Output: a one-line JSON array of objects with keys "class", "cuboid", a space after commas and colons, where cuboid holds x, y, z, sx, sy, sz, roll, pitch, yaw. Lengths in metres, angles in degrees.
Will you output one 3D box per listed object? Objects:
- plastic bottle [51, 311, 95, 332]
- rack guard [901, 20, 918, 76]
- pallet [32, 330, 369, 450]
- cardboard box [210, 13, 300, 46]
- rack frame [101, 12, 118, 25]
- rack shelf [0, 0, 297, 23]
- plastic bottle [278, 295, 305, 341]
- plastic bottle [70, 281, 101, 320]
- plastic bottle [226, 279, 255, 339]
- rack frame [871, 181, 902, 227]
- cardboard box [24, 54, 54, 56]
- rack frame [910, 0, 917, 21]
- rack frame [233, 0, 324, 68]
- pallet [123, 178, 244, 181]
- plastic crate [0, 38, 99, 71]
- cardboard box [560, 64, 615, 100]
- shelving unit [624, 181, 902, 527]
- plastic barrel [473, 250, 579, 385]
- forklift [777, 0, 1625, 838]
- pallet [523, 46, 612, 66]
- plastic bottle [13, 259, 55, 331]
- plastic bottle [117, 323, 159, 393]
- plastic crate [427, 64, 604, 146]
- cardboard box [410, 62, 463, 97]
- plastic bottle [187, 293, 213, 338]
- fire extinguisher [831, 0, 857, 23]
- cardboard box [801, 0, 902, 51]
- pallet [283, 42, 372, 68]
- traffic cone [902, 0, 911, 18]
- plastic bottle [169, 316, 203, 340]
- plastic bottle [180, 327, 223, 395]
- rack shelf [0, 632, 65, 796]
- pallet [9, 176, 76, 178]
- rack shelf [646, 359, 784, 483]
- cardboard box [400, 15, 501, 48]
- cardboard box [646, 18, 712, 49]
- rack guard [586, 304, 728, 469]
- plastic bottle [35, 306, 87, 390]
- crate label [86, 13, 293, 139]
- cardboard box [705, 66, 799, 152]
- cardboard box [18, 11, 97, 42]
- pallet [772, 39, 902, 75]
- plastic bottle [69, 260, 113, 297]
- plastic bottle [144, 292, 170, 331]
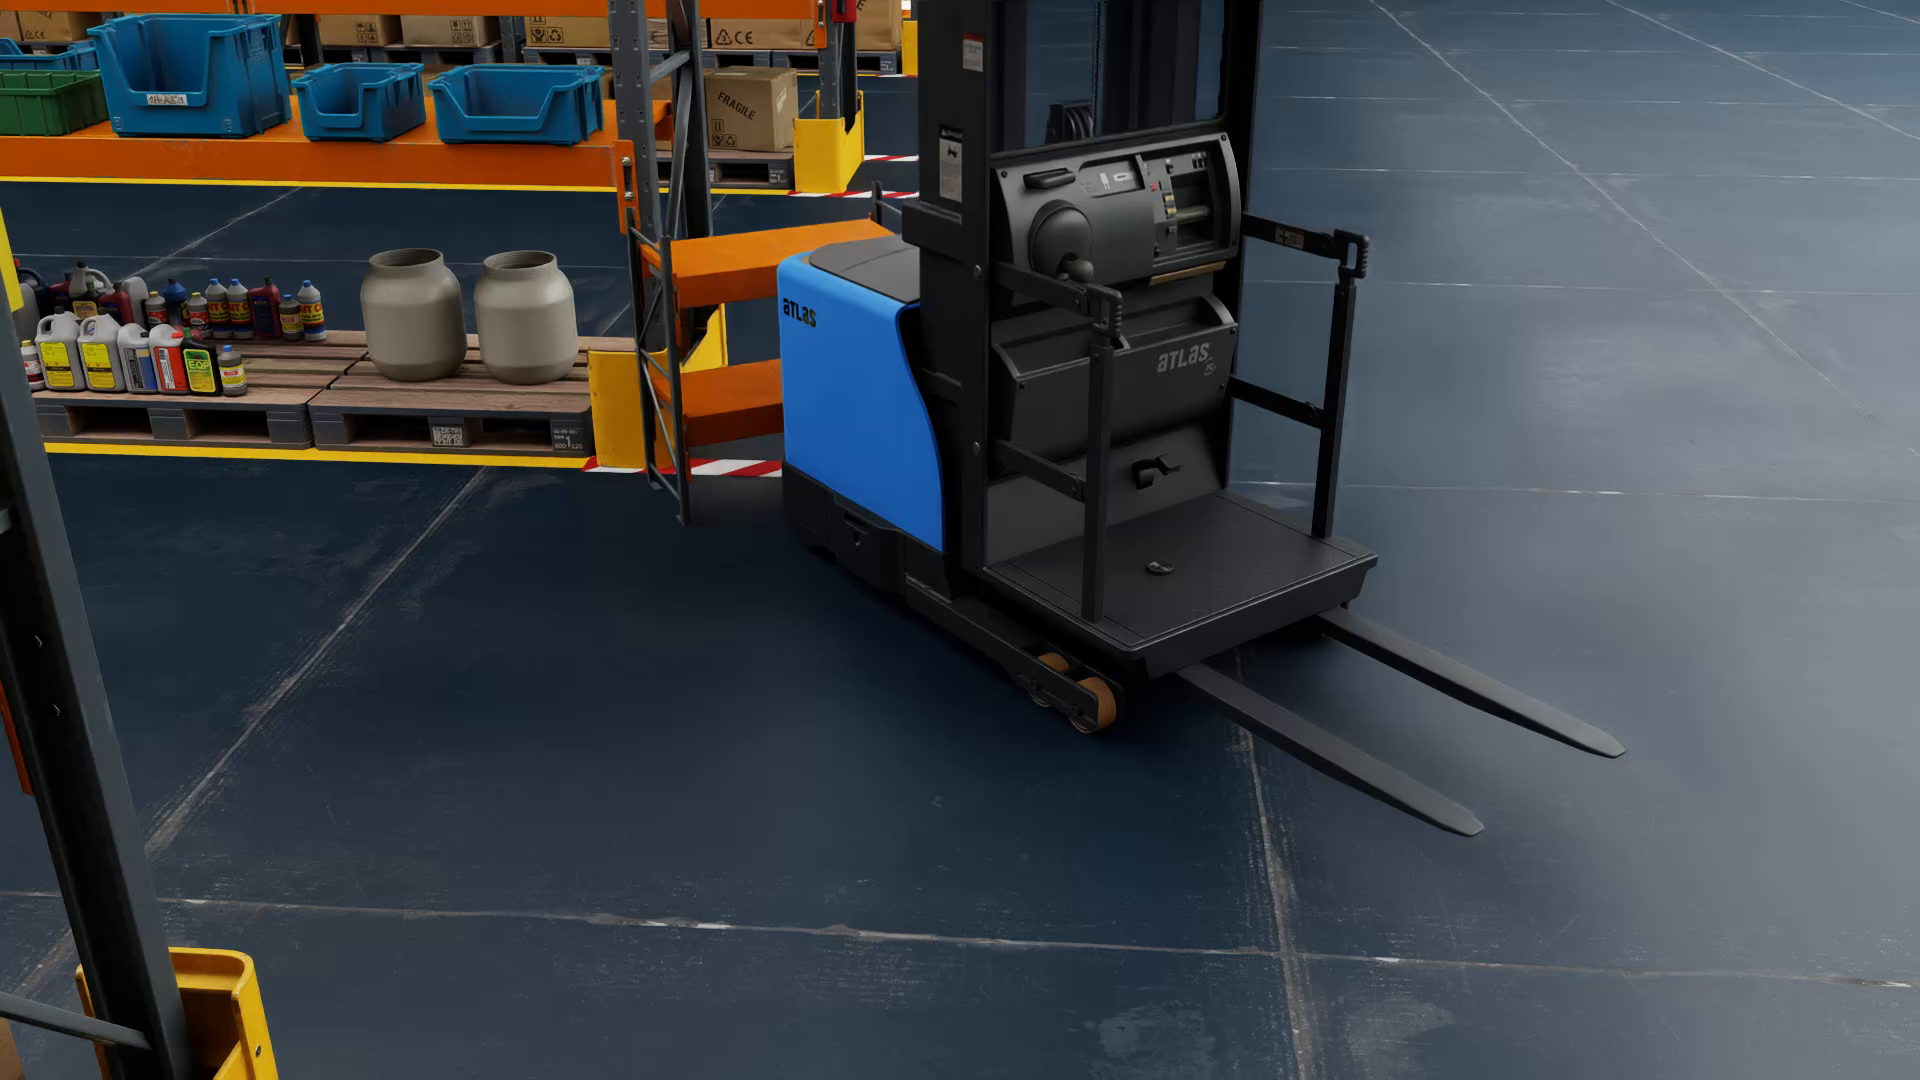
[{"class": "plastic bottle", "cuboid": [-3.846, -0.855, 7.252, 0.135, 0.276, 0.152, 2, 25, 4]}, {"class": "rack guard", "cuboid": [-0.345, -4.913, 16.328, 0.348, 0.500, 1.175, 2, 25, 4]}, {"class": "pallet", "cuboid": [-3.331, -0.705, 7.530, 1.213, 0.211, 1.003, 2, 25, 4]}, {"class": "cardboard box", "cuboid": [-6.873, -5.390, 16.565, 0.750, 0.750, 1.050, 2, 25, 5]}, {"class": "rack frame", "cuboid": [-8.346, -6.305, 16.364, 0.127, 3.000, 1.000, 2, 25, 4]}, {"class": "rack shelf", "cuboid": [-6.832, -3.850, 11.889, 4.000, 0.370, 1.077, 2, 25, 4]}, {"class": "plastic bottle", "cuboid": [-3.116, -1.040, 7.744, 0.097, 0.201, 0.097, 0, 25, 0]}, {"class": "plastic bottle", "cuboid": [-4.022, -1.054, 7.675, 0.133, 0.283, 0.061, 2, 25, 4]}, {"class": "plastic bottle", "cuboid": [-3.354, -1.080, 7.746, 0.097, 0.271, 0.097, 0, 25, 0]}, {"class": "rack frame", "cuboid": [-0.236, -0.843, 6.737, 0.032, 1.125, 0.500, -11, 27, -23]}, {"class": "cardboard box", "cuboid": [-7.037, -3.264, 12.220, 0.500, 0.500, 0.700, 4, 25, 8]}, {"class": "rack frame", "cuboid": [-0.369, -6.049, 15.807, 0.127, 3.000, 1.000, 2, 25, 4]}, {"class": "rack frame", "cuboid": [-4.838, -4.113, 11.600, 0.127, 3.000, 1.000, 2, 25, 4]}, {"class": "pallet", "cuboid": [-5.614, -2.870, 12.236, 1.213, 0.211, 1.003, 2, 25, 4]}, {"class": "plastic crate", "cuboid": [-4.093, -2.059, 7.314, 0.616, 0.251, 0.499, 2, 25, 4]}, {"class": "cardboard box", "cuboid": [-2.692, -3.100, 11.886, 0.500, 0.500, 0.500, 4, 25, 9]}, {"class": "shelving unit", "cuboid": [-0.693, -0.750, 6.535, 1.048, 1.125, 0.538, -11, 27, -23]}, {"class": "plastic barrel", "cuboid": [-1.891, -0.970, 7.244, 0.421, 0.512, 0.421, 0, 25, 0]}, {"class": "forklift", "cuboid": [0.623, -0.984, 4.883, 1.130, 2.935, 3.031, -17, 30, -33]}, {"class": "pallet", "cuboid": [-3.605, -4.853, 16.545, 1.213, 0.211, 1.003, 2, 25, 4]}, {"class": "plastic bottle", "cuboid": [-4.362, -1.138, 7.778, 0.185, 0.351, 0.144, 1, 25, 1]}, {"class": "plastic bottle", "cuboid": [-3.481, -0.783, 7.096, 0.135, 0.276, 0.152, 1, 25, 3]}, {"class": "plastic crate", "cuboid": [-1.751, -1.744, 6.630, 0.616, 0.251, 0.499, 2, 25, 4]}, {"class": "cardboard box", "cuboid": [-3.870, -3.124, 11.938, 0.500, 0.500, 0.500, 10, 27, 21]}, {"class": "plastic bottle", "cuboid": [-3.553, -1.054, 7.775, 0.097, 0.201, 0.097, 0, 25, 0]}, {"class": "fire extinguisher", "cuboid": [-0.771, -3.754, 10.913, 0.183, 0.674, 0.296, 2, 25, 4]}, {"class": "cardboard box", "cuboid": [-1.050, -5.269, 16.151, 0.875, 0.875, 0.875, 2, 25, 4]}, {"class": "pallet", "cuboid": [-6.352, -4.941, 16.736, 1.213, 0.211, 1.003, 2, 25, 4]}, {"class": "traffic cone", "cuboid": [-0.618, -6.439, 19.690, 0.334, 0.463, 0.336, 2, 25, 4]}, {"class": "plastic bottle", "cuboid": [-3.335, -0.826, 7.181, 0.133, 0.283, 0.061, 2, 25, 4]}, {"class": "plastic bottle", "cuboid": [-3.211, -0.759, 7.034, 0.133, 0.283, 0.061, 2, 25, 5]}, {"class": "rack shelf", "cuboid": [-3.606, 0.407, 2.639, 4.000, 0.370, 1.077, 2, 25, 4]}, {"class": "pallet", "cuboid": [-6.834, -2.908, 12.318, 1.213, 0.211, 1.003, 2, 25, 4]}, {"class": "rack shelf", "cuboid": [-0.693, -0.528, 6.637, 1.000, 0.278, 0.538, -11, 27, -23]}, {"class": "cardboard box", "cuboid": [-4.983, -5.328, 16.430, 0.750, 0.750, 1.050, 2, 25, 4]}, {"class": "cardboard box", "cuboid": [-2.837, -5.326, 16.276, 0.875, 0.875, 0.875, 2, 25, 4]}, {"class": "rack guard", "cuboid": [-1.308, -0.768, 7.321, 0.348, 0.500, 1.175, 2, 25, 4]}, {"class": "plastic bottle", "cuboid": [-3.832, -0.827, 7.101, 0.185, 0.351, 0.144, 2, 25, 4]}, {"class": "crate label", "cuboid": [-3.085, -1.883, 6.711, 0.616, 0.435, 0.502, 2, 25, 4]}, {"class": "cardboard box", "cuboid": [-1.471, -3.067, 11.815, 0.500, 0.500, 0.500, 6, 25, 14]}, {"class": "cardboard box", "cuboid": [-9.022, -5.272, 16.607, 0.500, 0.500, 0.500, 2, 25, 4]}, {"class": "pallet", "cuboid": [-1.172, -4.775, 16.375, 1.213, 0.211, 1.003, 2, 25, 4]}, {"class": "plastic bottle", "cuboid": [-4.039, -1.128, 7.756, 0.185, 0.351, 0.144, 2, 25, 4]}, {"class": "plastic bottle", "cuboid": [-3.758, -1.061, 7.789, 0.097, 0.201, 0.097, 0, 25, 0]}]
